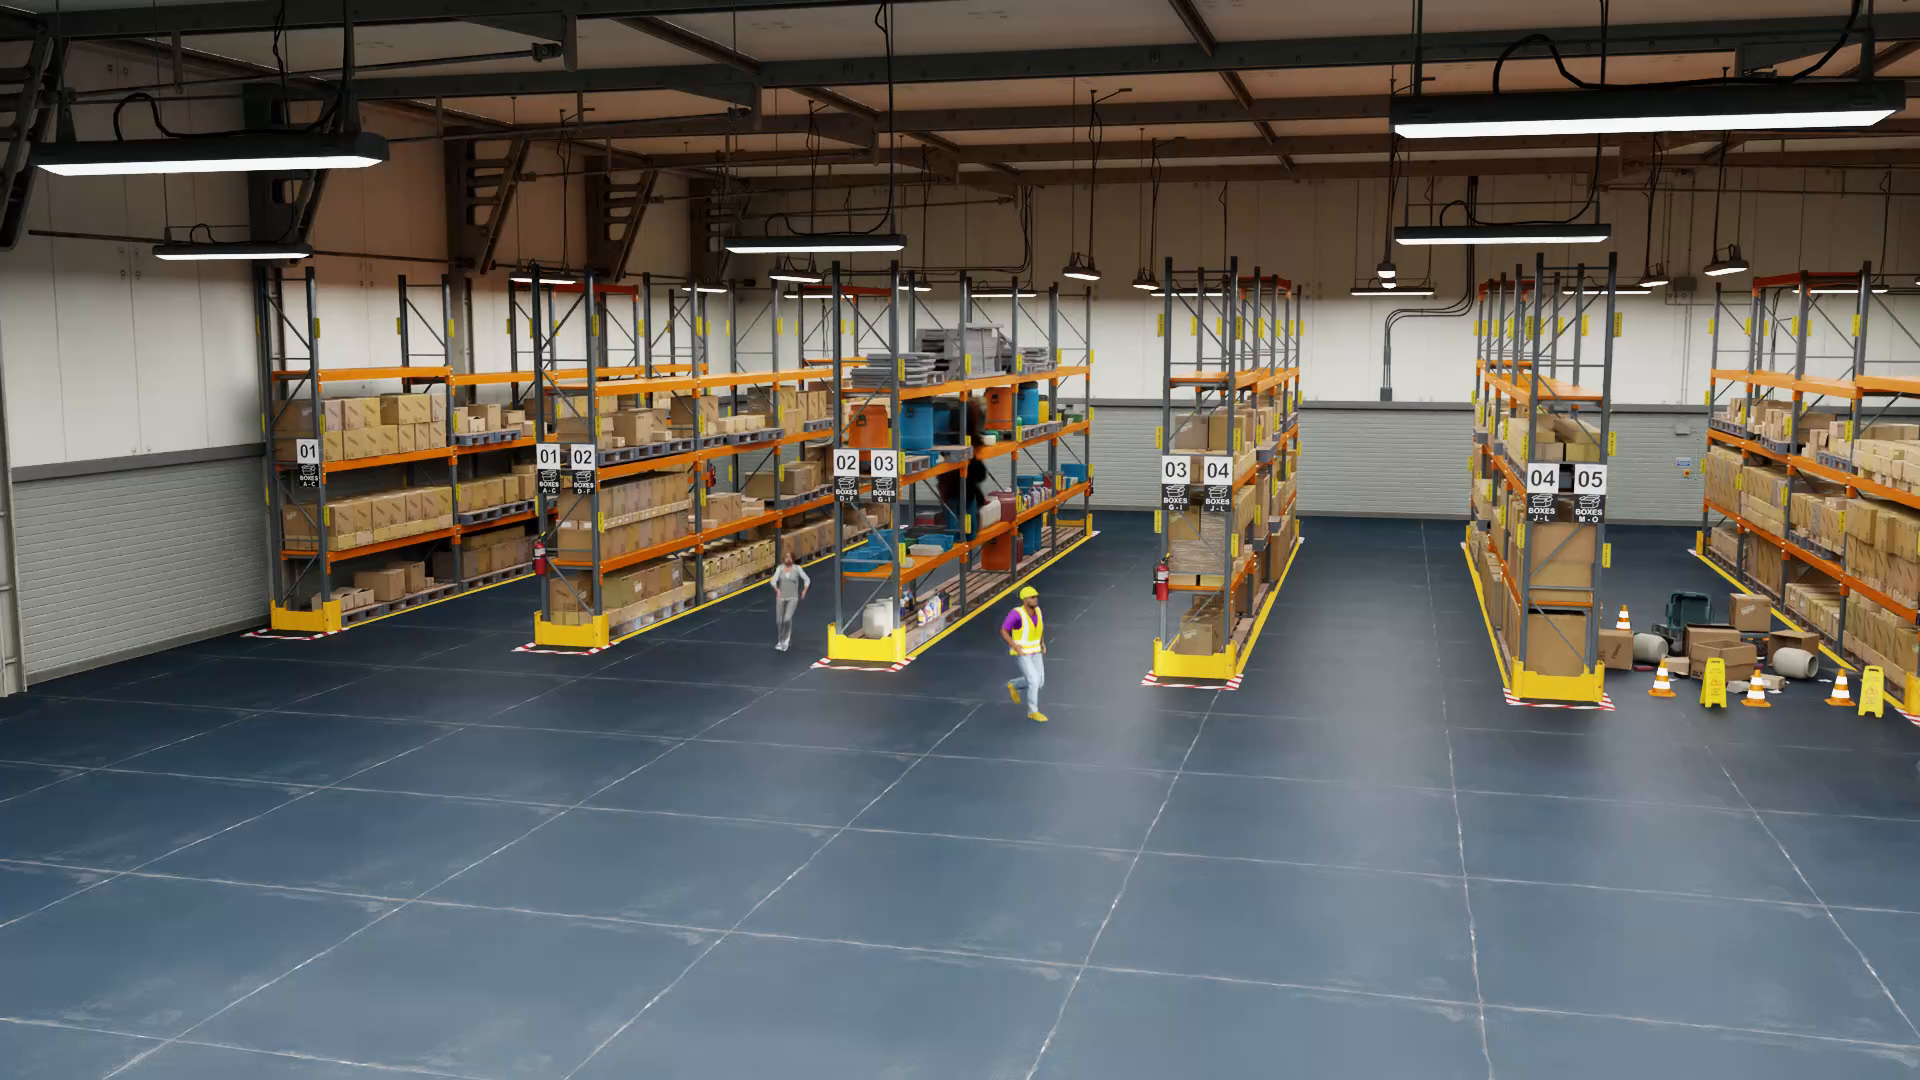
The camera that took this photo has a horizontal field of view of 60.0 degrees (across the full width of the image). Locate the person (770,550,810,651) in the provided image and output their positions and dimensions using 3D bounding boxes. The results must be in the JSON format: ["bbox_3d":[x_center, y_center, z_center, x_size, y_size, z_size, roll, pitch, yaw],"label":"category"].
[{"bbox_3d":[-2.662,0.942,25.819,0.584,1.570,0.520,1,7,8],"label":"person"}]

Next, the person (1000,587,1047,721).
[{"bbox_3d":[0.821,1.446,21.437,0.723,1.729,0.686,-7,10,-42],"label":"person"}]
